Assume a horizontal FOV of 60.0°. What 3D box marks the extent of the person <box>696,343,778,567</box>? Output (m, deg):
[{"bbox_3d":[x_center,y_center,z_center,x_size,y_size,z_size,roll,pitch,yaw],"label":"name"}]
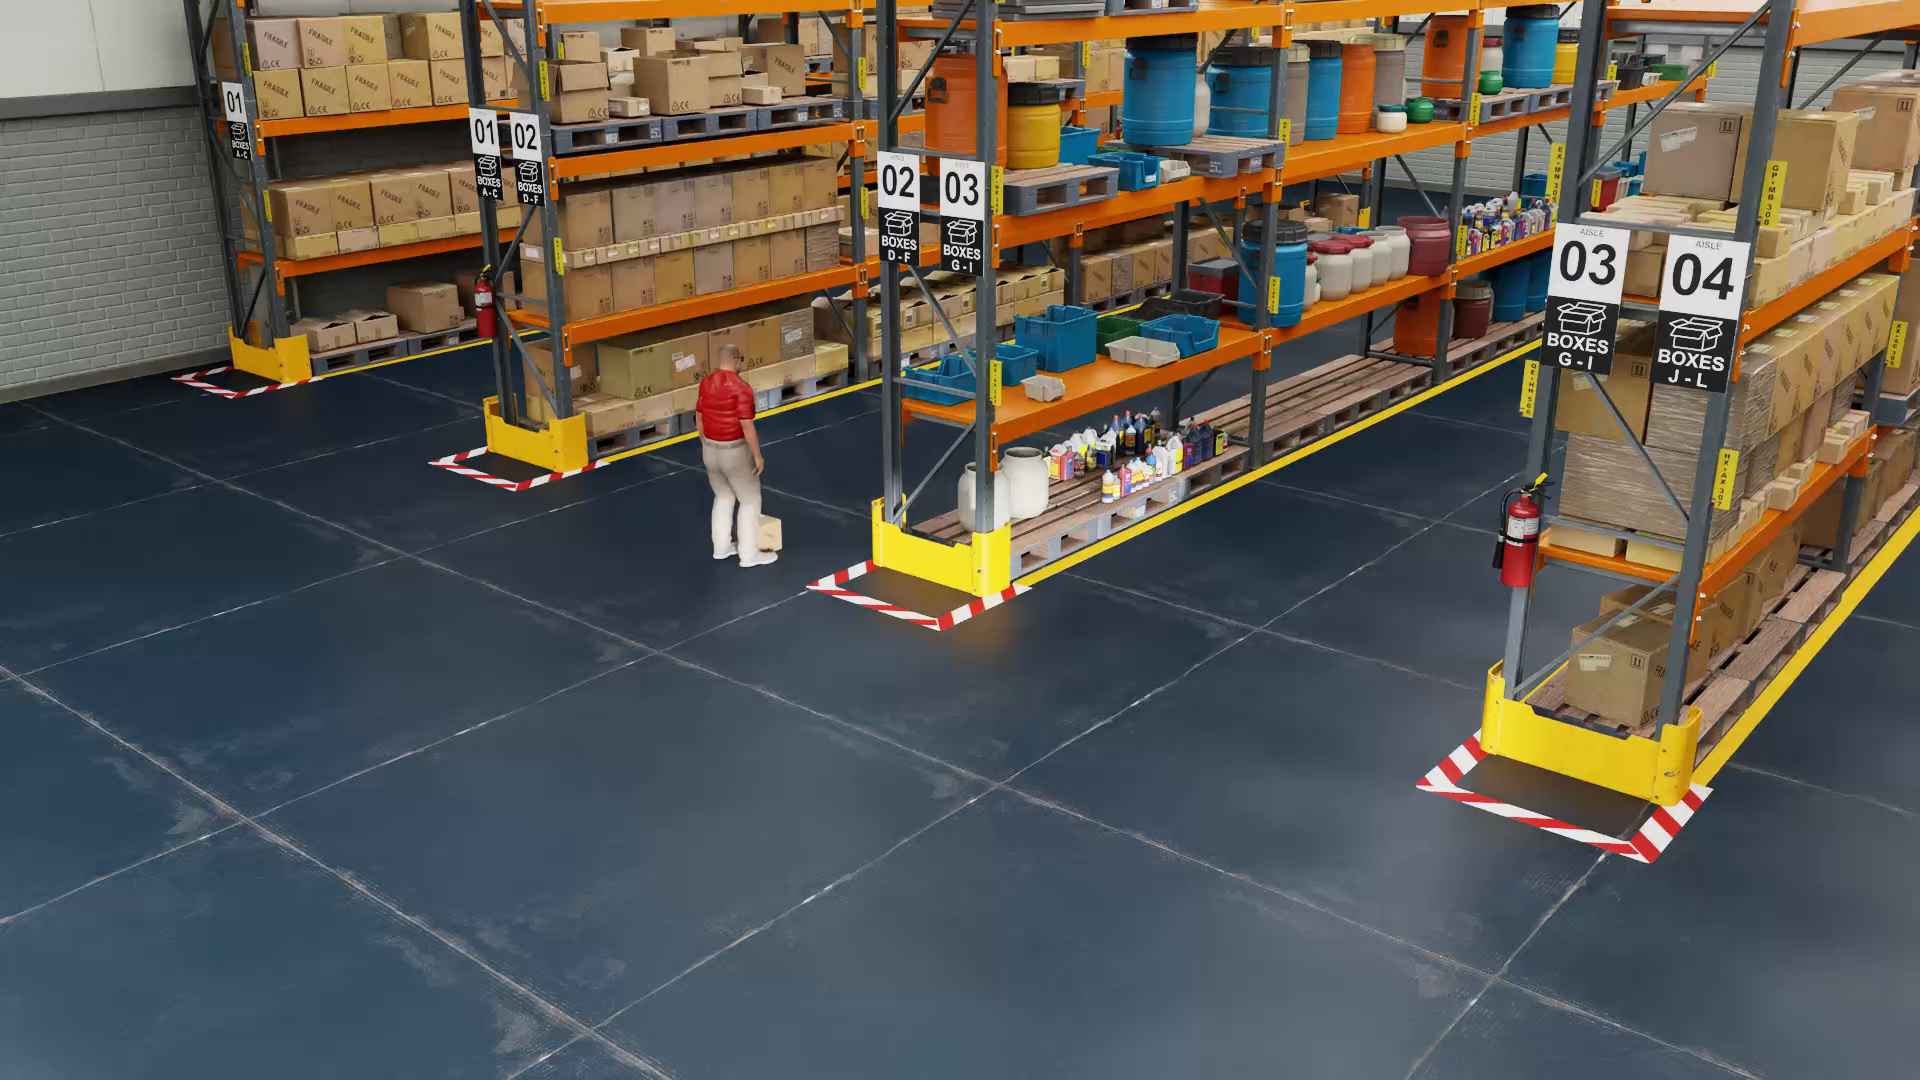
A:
[{"bbox_3d":[-1.772,-0.666,12.920,0.601,1.726,0.393,14,24,33],"label":"person"}]
